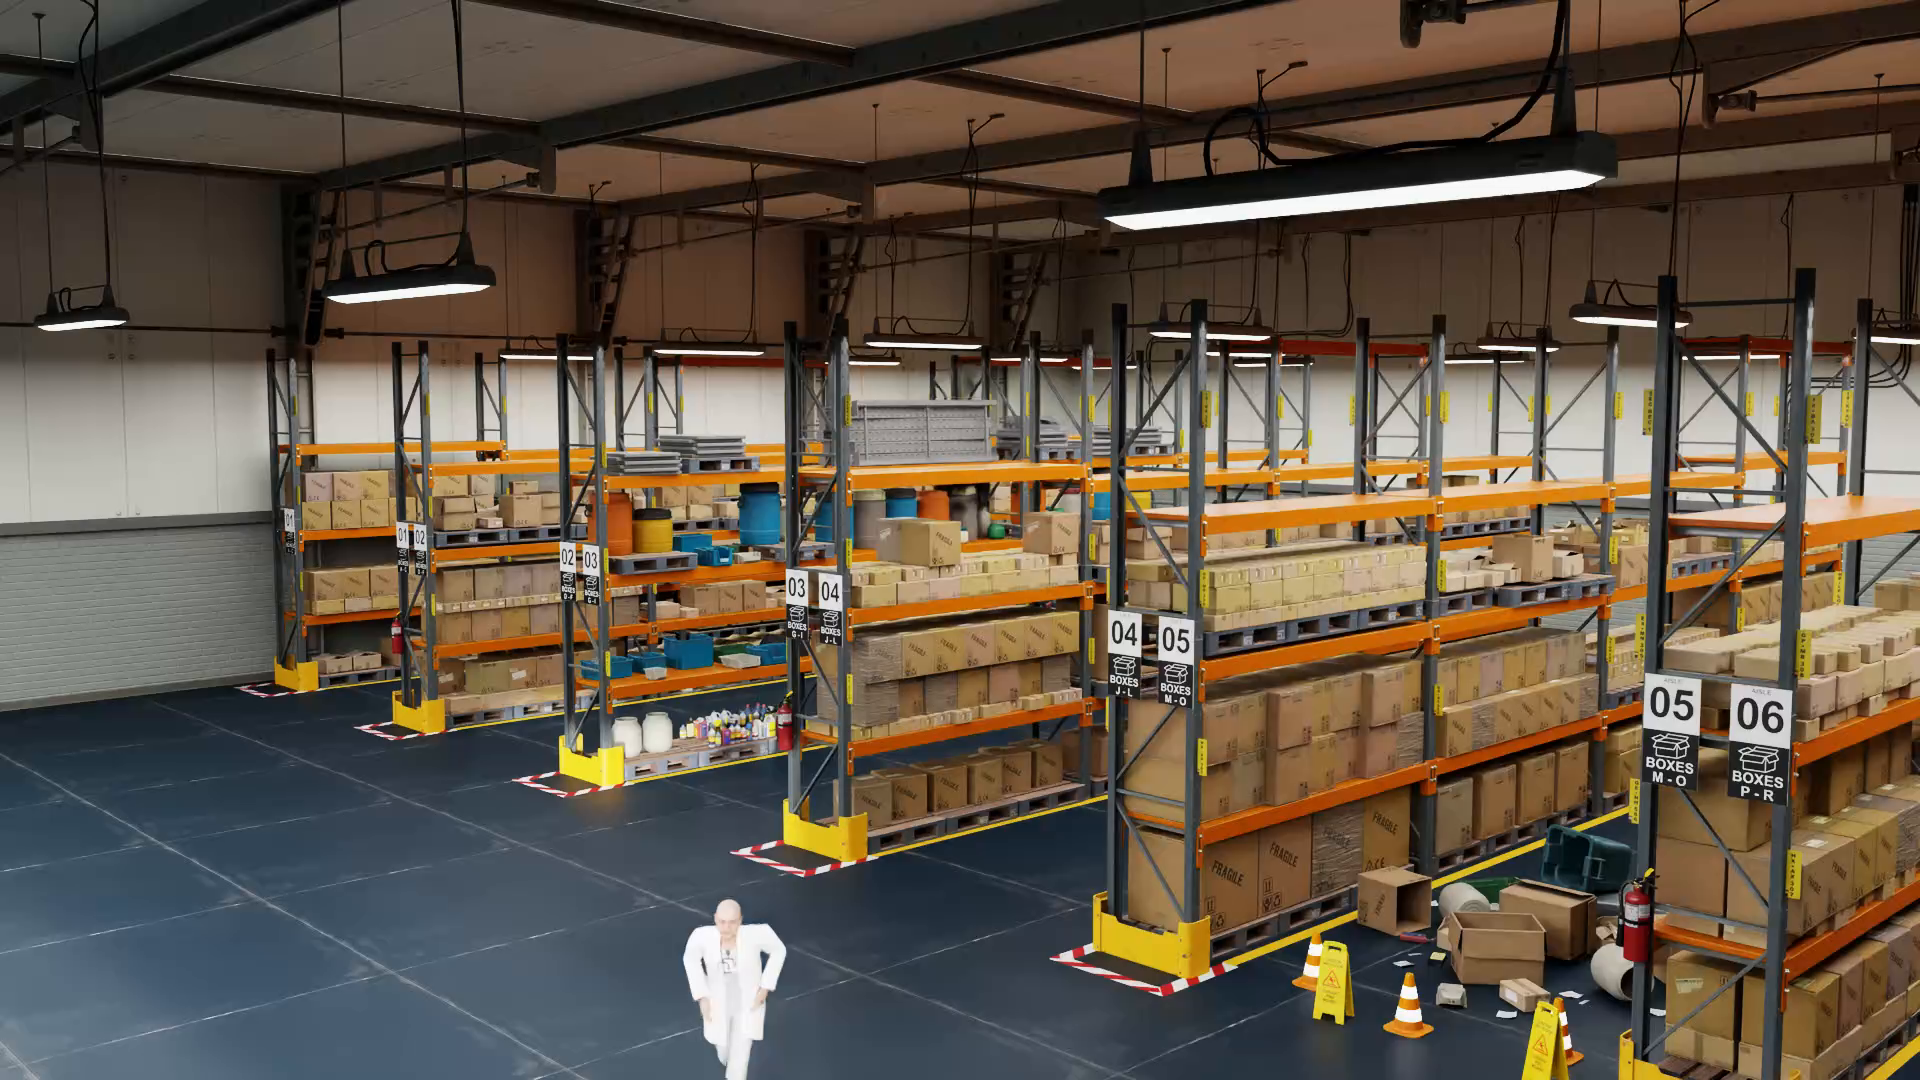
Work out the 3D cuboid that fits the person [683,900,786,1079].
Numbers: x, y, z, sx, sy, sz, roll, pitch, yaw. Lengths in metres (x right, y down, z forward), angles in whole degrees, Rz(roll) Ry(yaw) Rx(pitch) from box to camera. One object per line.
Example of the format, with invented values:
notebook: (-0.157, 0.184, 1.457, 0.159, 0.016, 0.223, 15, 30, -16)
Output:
person: (-1.594, 3.312, 11.847, 0.724, 1.740, 0.997, 0, 5, -5)
